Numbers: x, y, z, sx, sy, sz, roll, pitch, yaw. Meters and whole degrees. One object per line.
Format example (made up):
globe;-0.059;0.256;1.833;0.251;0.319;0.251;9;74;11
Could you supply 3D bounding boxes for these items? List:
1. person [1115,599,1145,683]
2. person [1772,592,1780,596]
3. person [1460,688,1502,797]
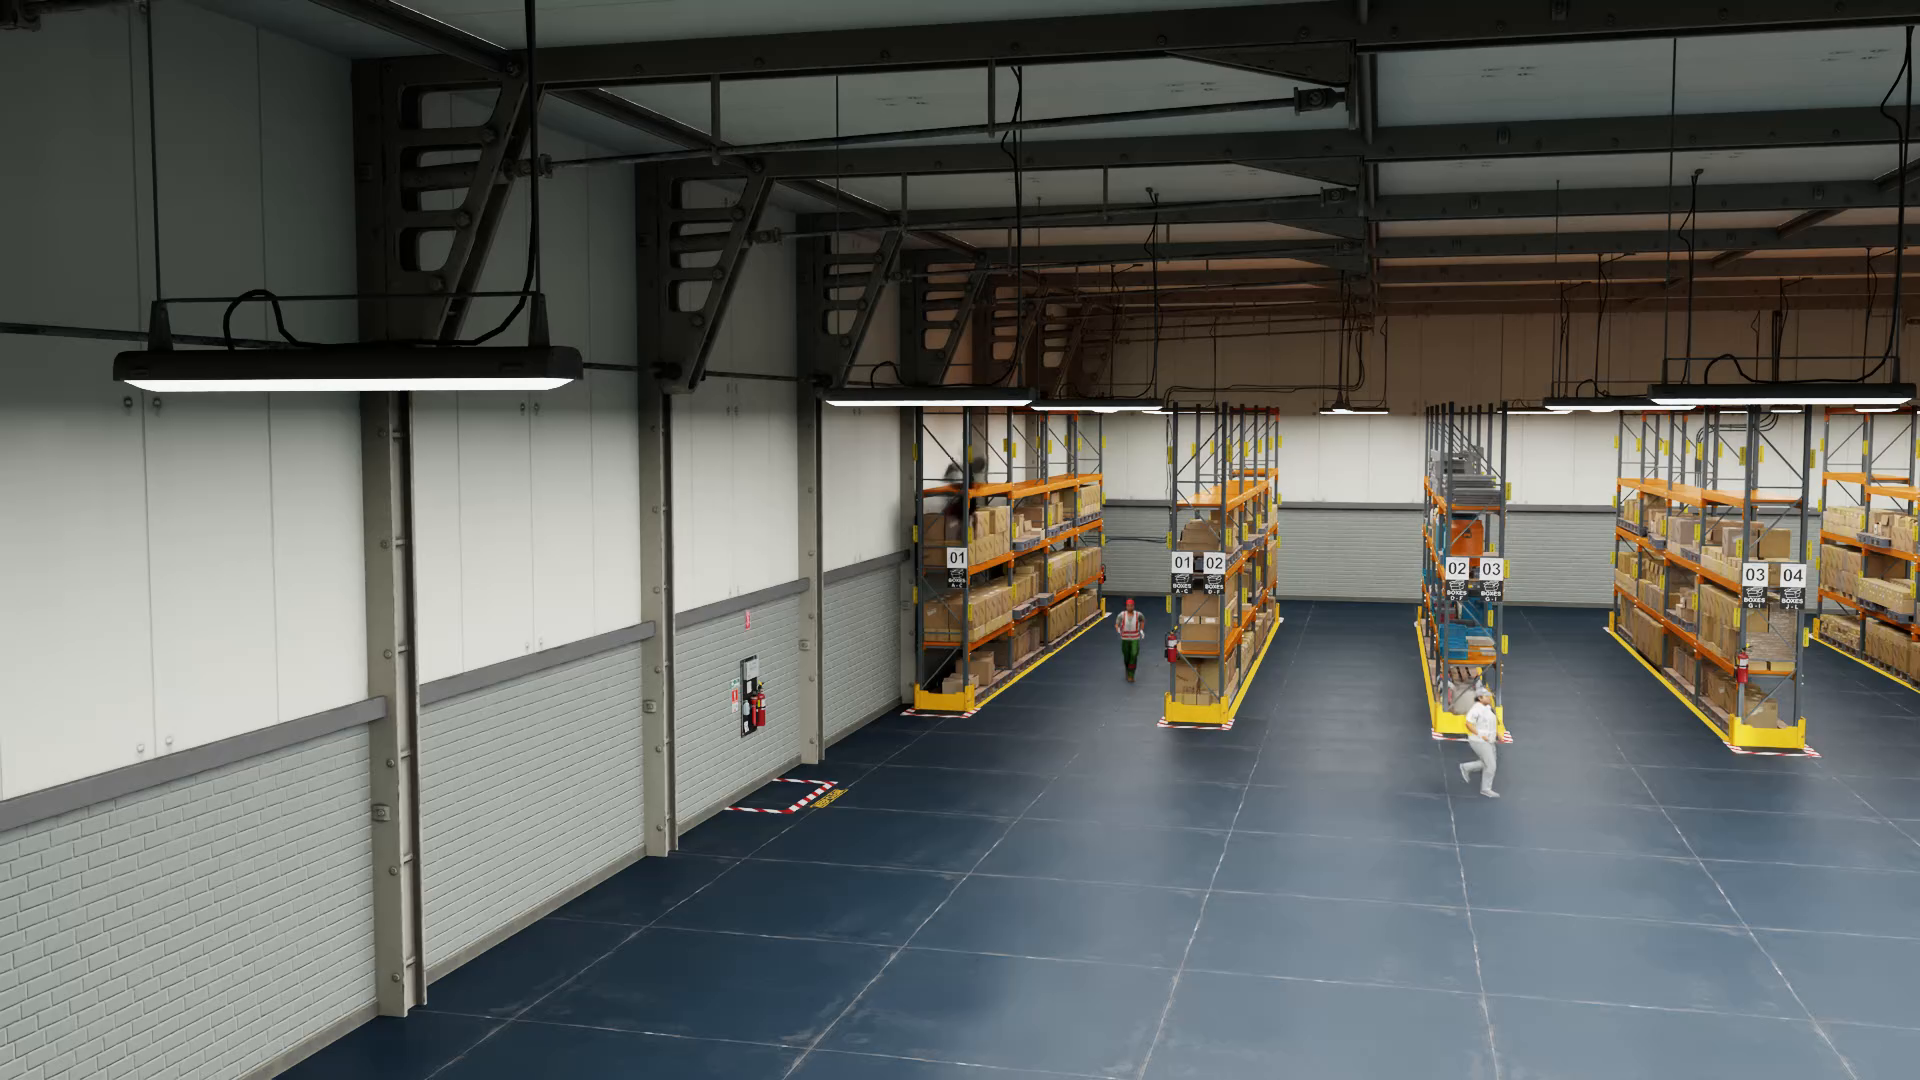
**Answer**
person;3.700;2.155;36.166;0.634;1.777;0.984;1;4;8
person;20.915;1.718;42.994;0.689;1.687;0.789;3;5;37
person;7.892;3.059;25.250;0.648;1.641;0.608;3;5;39
